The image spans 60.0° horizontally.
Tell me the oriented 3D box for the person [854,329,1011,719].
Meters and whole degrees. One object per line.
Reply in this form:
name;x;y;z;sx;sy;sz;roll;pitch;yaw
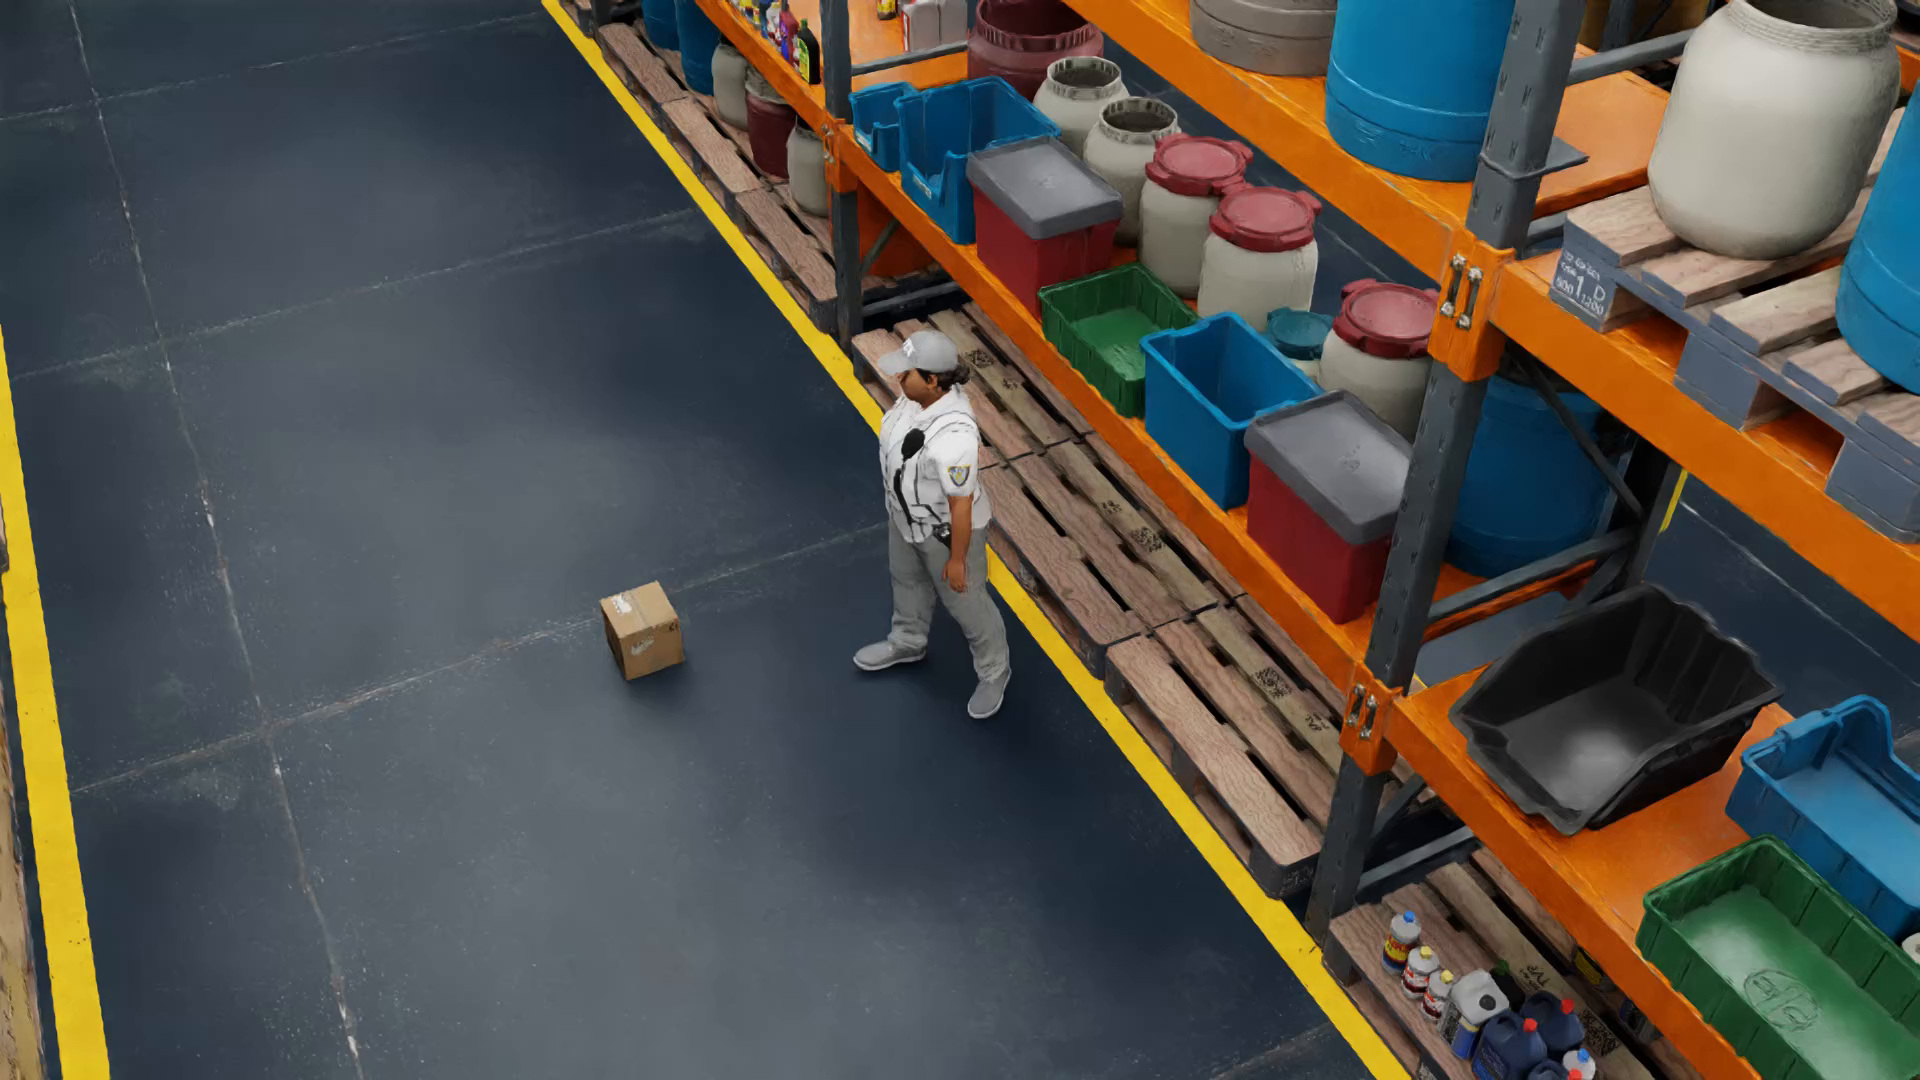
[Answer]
person;-0.115;-0.089;6.237;0.571;1.652;0.672;-15;44;-16
